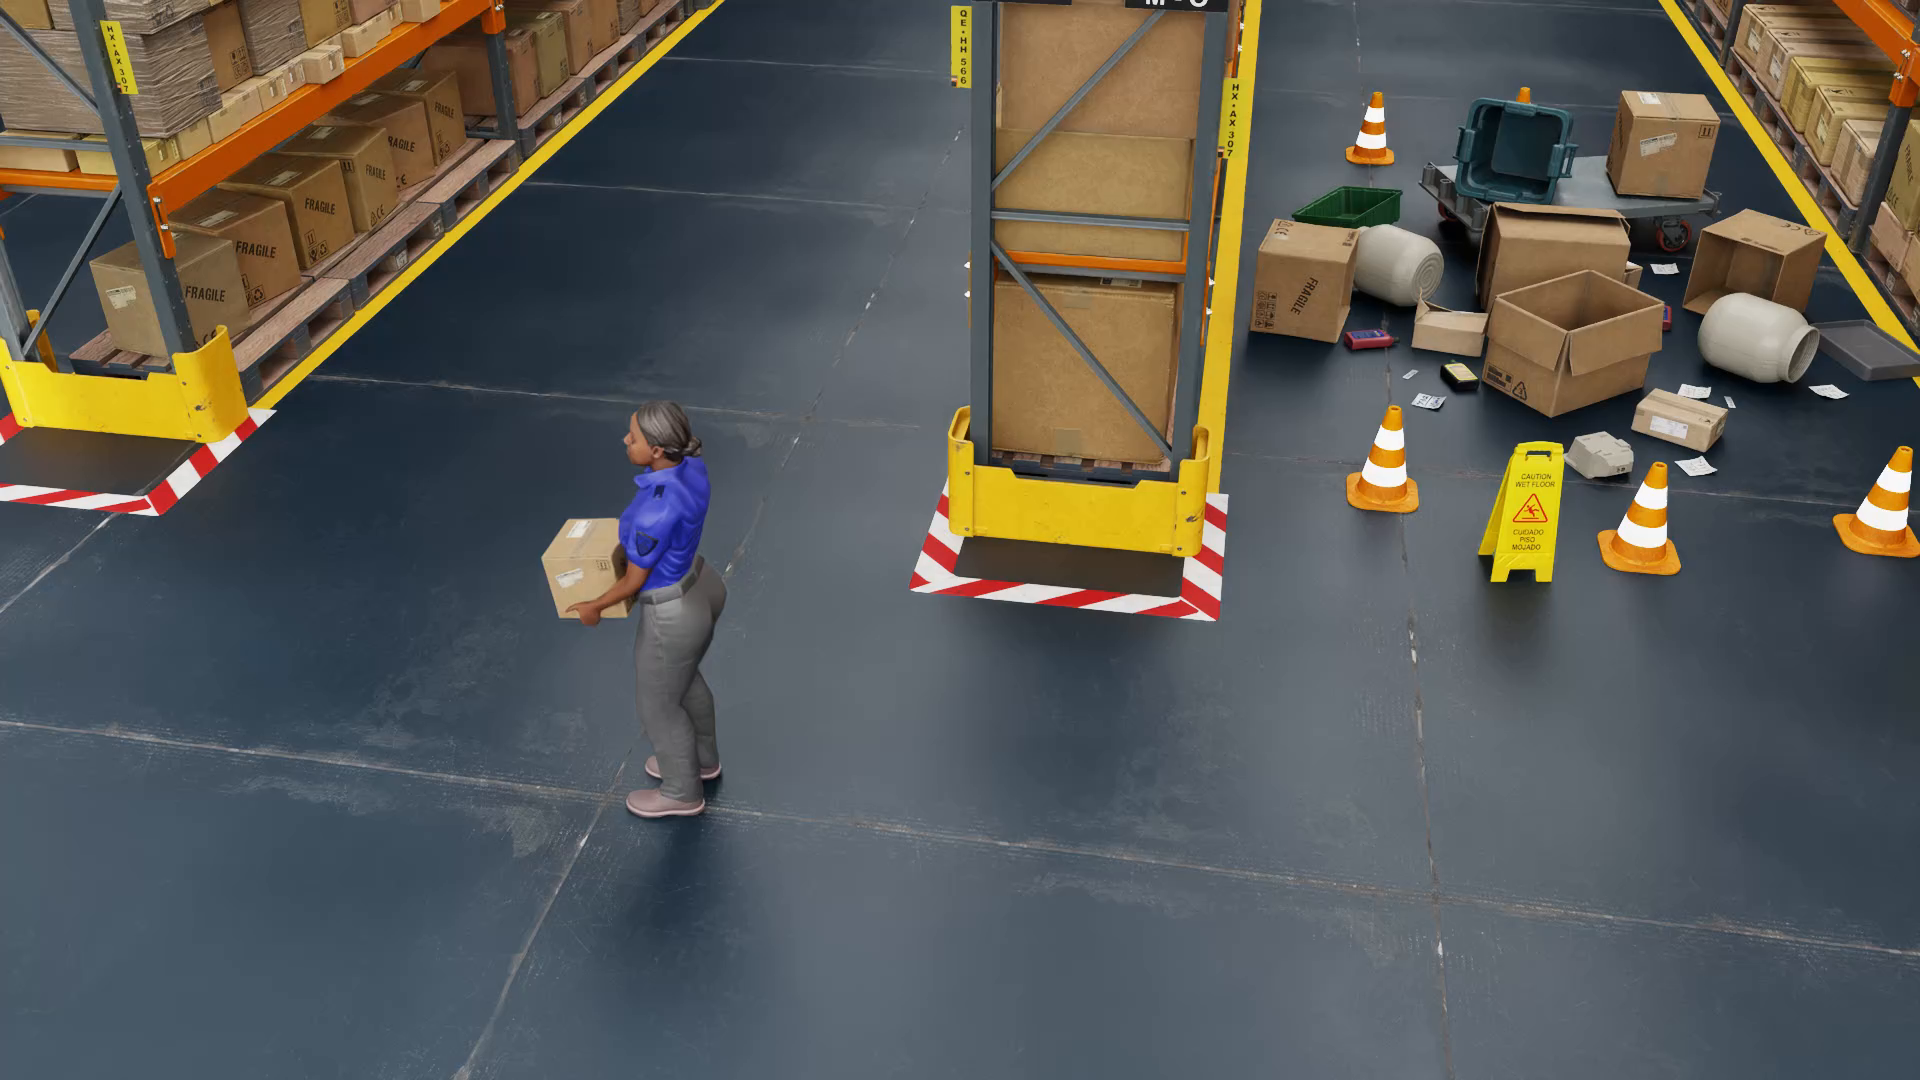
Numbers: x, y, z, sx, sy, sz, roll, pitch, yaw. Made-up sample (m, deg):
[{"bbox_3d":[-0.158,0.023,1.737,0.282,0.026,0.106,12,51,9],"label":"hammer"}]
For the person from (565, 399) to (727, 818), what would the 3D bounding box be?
[{"bbox_3d":[-1.078,0.243,5.772,0.501,1.656,0.441,5,33,8],"label":"person"}]
